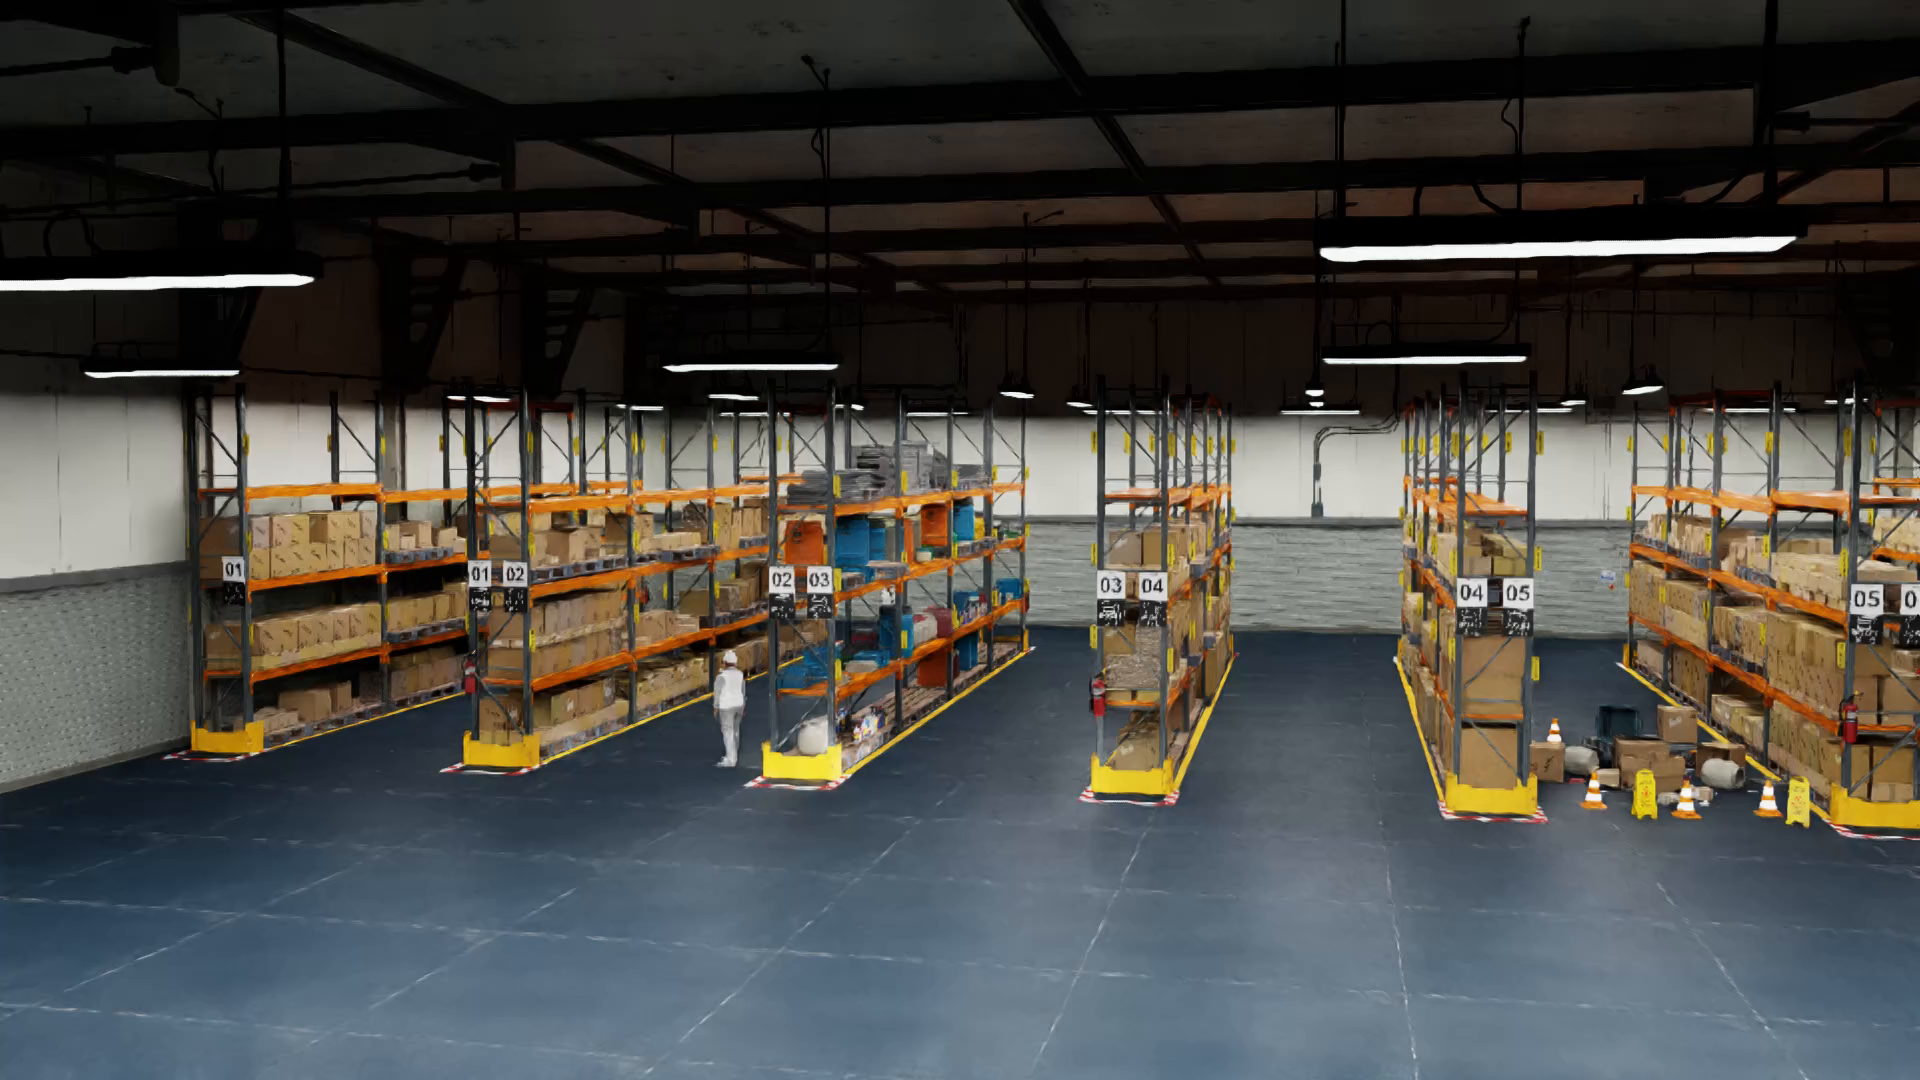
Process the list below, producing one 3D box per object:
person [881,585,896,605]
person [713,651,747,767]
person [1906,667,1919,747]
[{"bbox_3d":[-1.762,1.795,41.997,0.493,1.605,1.000,1,3,11],"label":"person"},{"bbox_3d":[-3.608,2.617,25.977,0.570,1.768,0.627,3,4,41],"label":"person"},{"bbox_3d":[15.766,2.575,27.163,0.586,1.717,0.653,3,4,41],"label":"person"}]
